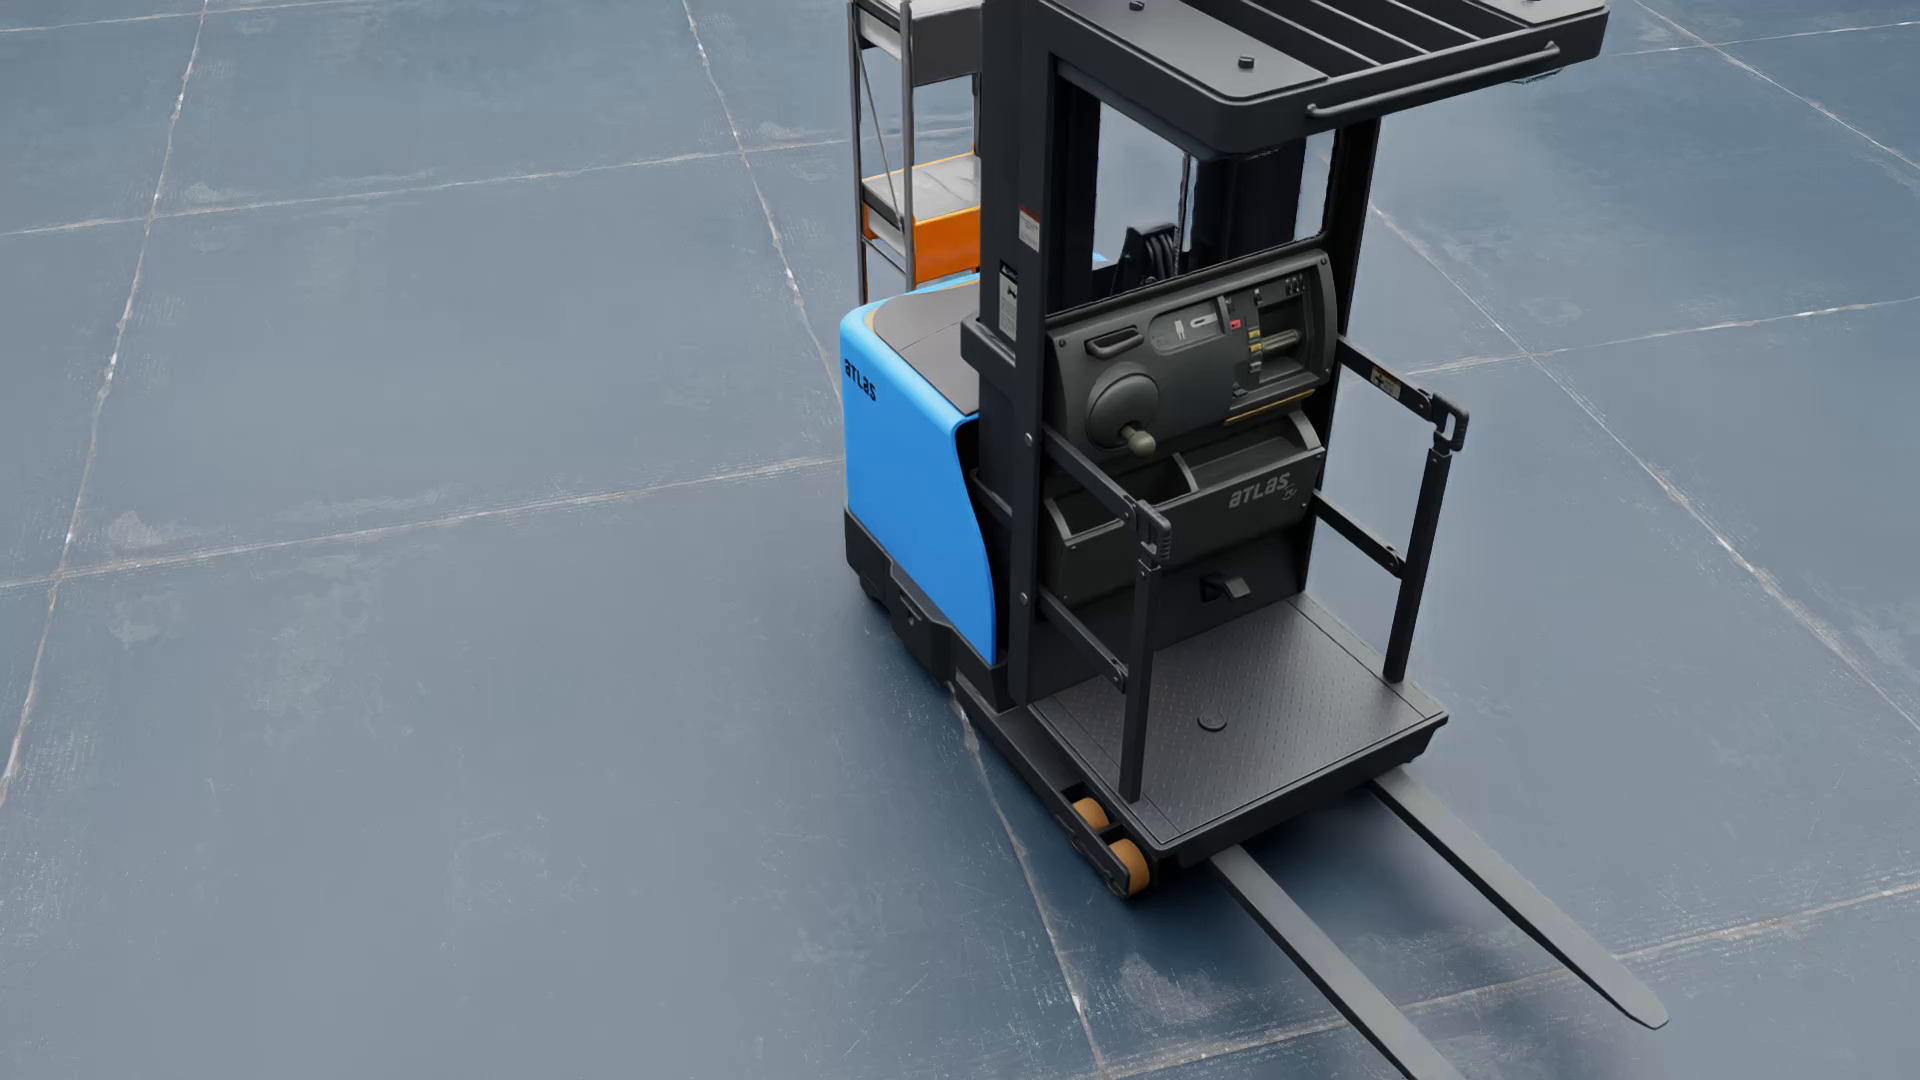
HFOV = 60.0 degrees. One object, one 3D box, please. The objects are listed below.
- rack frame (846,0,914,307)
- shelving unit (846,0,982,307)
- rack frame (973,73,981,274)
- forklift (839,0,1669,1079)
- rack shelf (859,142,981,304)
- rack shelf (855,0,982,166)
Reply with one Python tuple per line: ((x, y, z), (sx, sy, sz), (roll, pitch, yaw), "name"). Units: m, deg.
((-0.263, -0.985, 5.809), (0.015, 2.100, 0.400), (-20, 42, -24), "rack frame")
((-0.053, -1.060, 5.908), (0.503, 2.100, 0.431), (-20, 42, -24), "shelving unit")
((0.157, -1.136, 6.006), (0.015, 2.100, 0.400), (-20, 42, -24), "rack frame")
((0.768, -0.443, 4.416), (1.130, 2.935, 3.031), (-20, 42, -24), "forklift")
((-0.053, -1.049, 5.916), (0.480, 0.518, 0.431), (-20, 42, -24), "rack shelf")
((-0.053, -1.605, 5.491), (0.480, 0.518, 0.431), (-20, 42, -24), "rack shelf")
